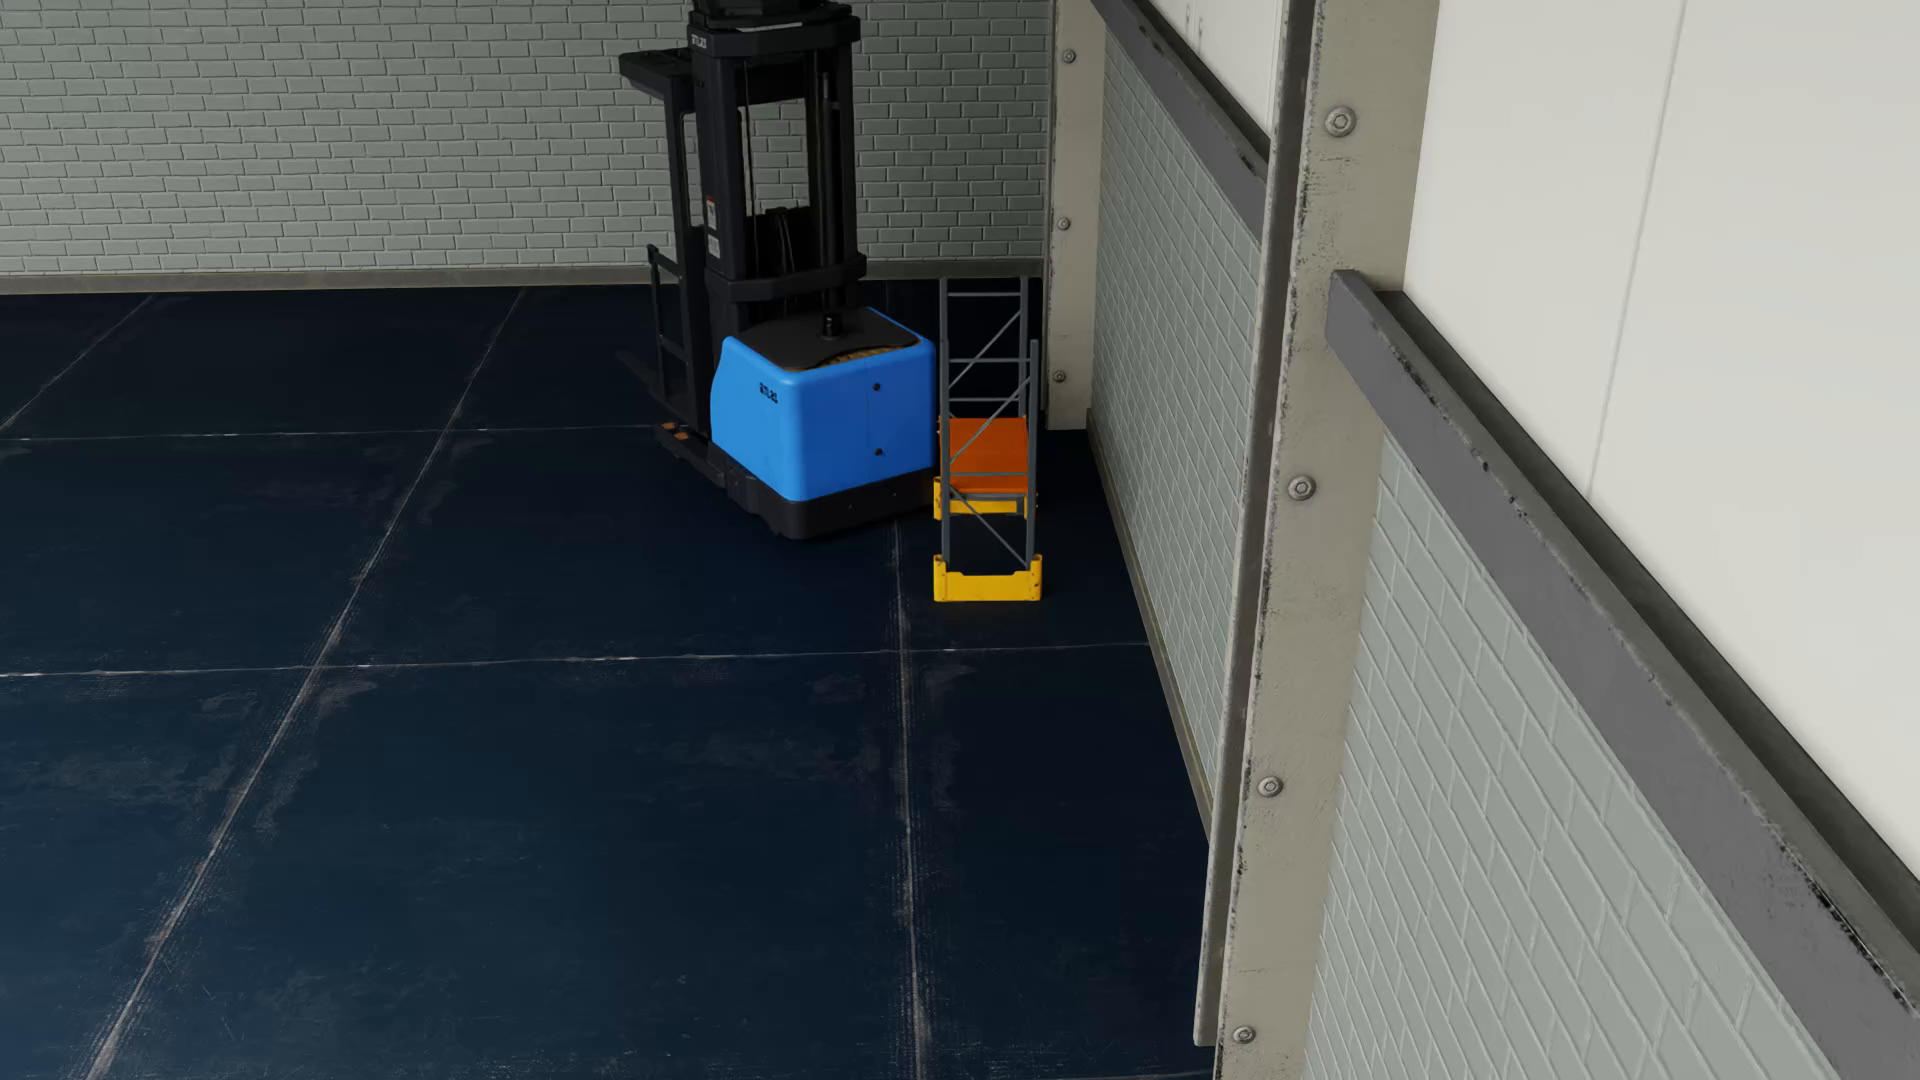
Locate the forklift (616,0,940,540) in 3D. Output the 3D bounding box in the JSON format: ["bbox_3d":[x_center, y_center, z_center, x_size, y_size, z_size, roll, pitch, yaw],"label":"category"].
[{"bbox_3d":[-1.345,-1.936,10.293,1.130,2.935,3.031,-17,32,-29],"label":"forklift"}]

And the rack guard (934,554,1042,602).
[{"bbox_3d":[0.151,0.207,9.083,0.587,0.250,0.087,0,28,-1],"label":"rack guard"}]

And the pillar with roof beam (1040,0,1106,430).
[{"bbox_3d":[-3.579,-4.722,9.072,9.100,9.000,0.400,-1,28,-3],"label":"pillar with roof beam"}]

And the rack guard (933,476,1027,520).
[{"bbox_3d":[0.135,-0.254,9.966,0.587,0.250,0.087,0,28,-1],"label":"rack guard"}]

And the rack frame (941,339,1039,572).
[{"bbox_3d":[0.151,-0.347,8.793,0.500,1.500,0.032,0,28,-1],"label":"rack frame"}]

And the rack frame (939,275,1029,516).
[{"bbox_3d":[0.135,-0.817,9.694,0.500,1.500,0.032,0,28,-1],"label":"rack frame"}]

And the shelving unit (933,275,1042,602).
[{"bbox_3d":[0.143,-0.577,9.235,0.587,1.500,1.083,0,28,-1],"label":"shelving unit"}]

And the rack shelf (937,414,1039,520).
[{"bbox_3d":[0.143,-0.422,9.327,0.538,0.185,1.000,0,28,-1],"label":"rack shelf"}]

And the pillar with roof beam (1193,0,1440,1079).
[{"bbox_3d":[-3.266,-1.951,3.759,9.100,9.000,0.400,-1,28,-3],"label":"pillar with roof beam"}]
